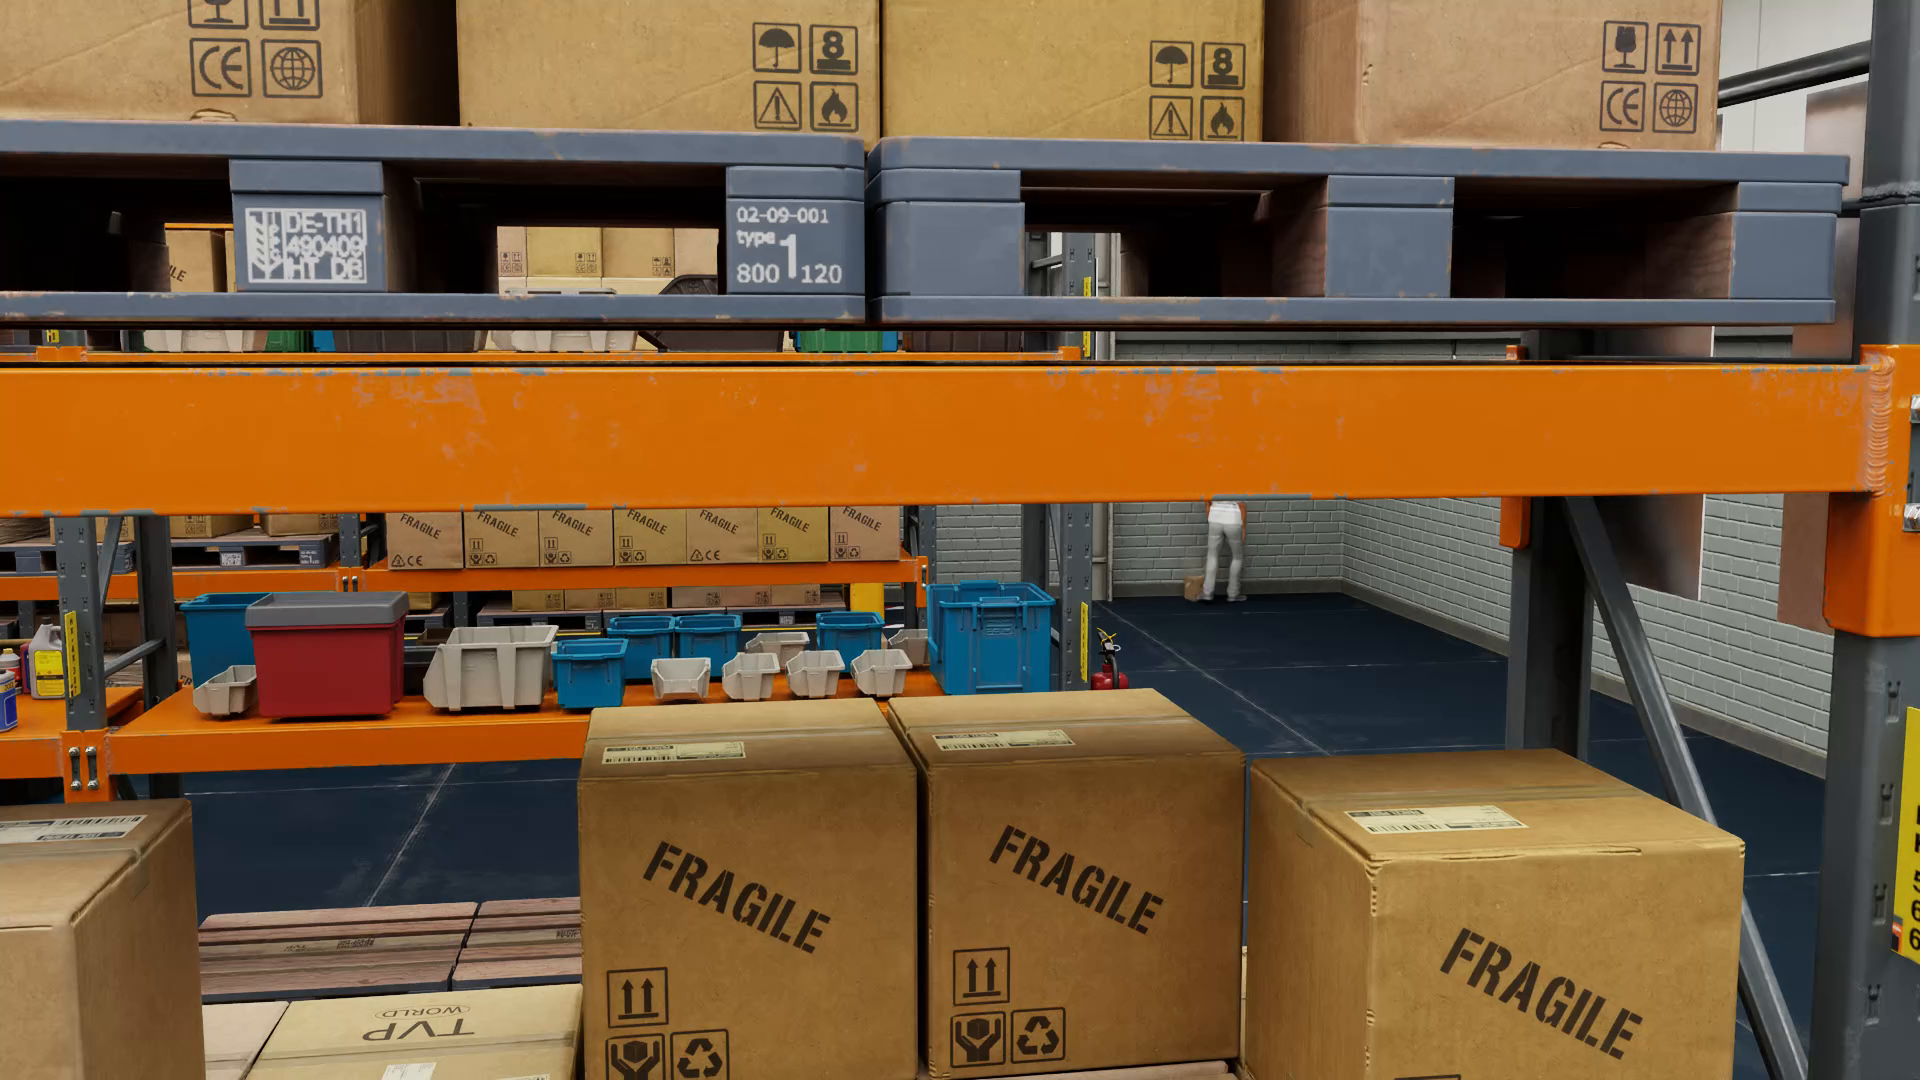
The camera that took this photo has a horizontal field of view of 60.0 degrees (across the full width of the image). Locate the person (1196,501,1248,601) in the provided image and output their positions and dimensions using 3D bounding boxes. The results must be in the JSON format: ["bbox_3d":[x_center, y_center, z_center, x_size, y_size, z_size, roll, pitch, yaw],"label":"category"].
[{"bbox_3d":[2.929,-0.133,18.480,0.547,1.659,0.585,3,7,25],"label":"person"}]
